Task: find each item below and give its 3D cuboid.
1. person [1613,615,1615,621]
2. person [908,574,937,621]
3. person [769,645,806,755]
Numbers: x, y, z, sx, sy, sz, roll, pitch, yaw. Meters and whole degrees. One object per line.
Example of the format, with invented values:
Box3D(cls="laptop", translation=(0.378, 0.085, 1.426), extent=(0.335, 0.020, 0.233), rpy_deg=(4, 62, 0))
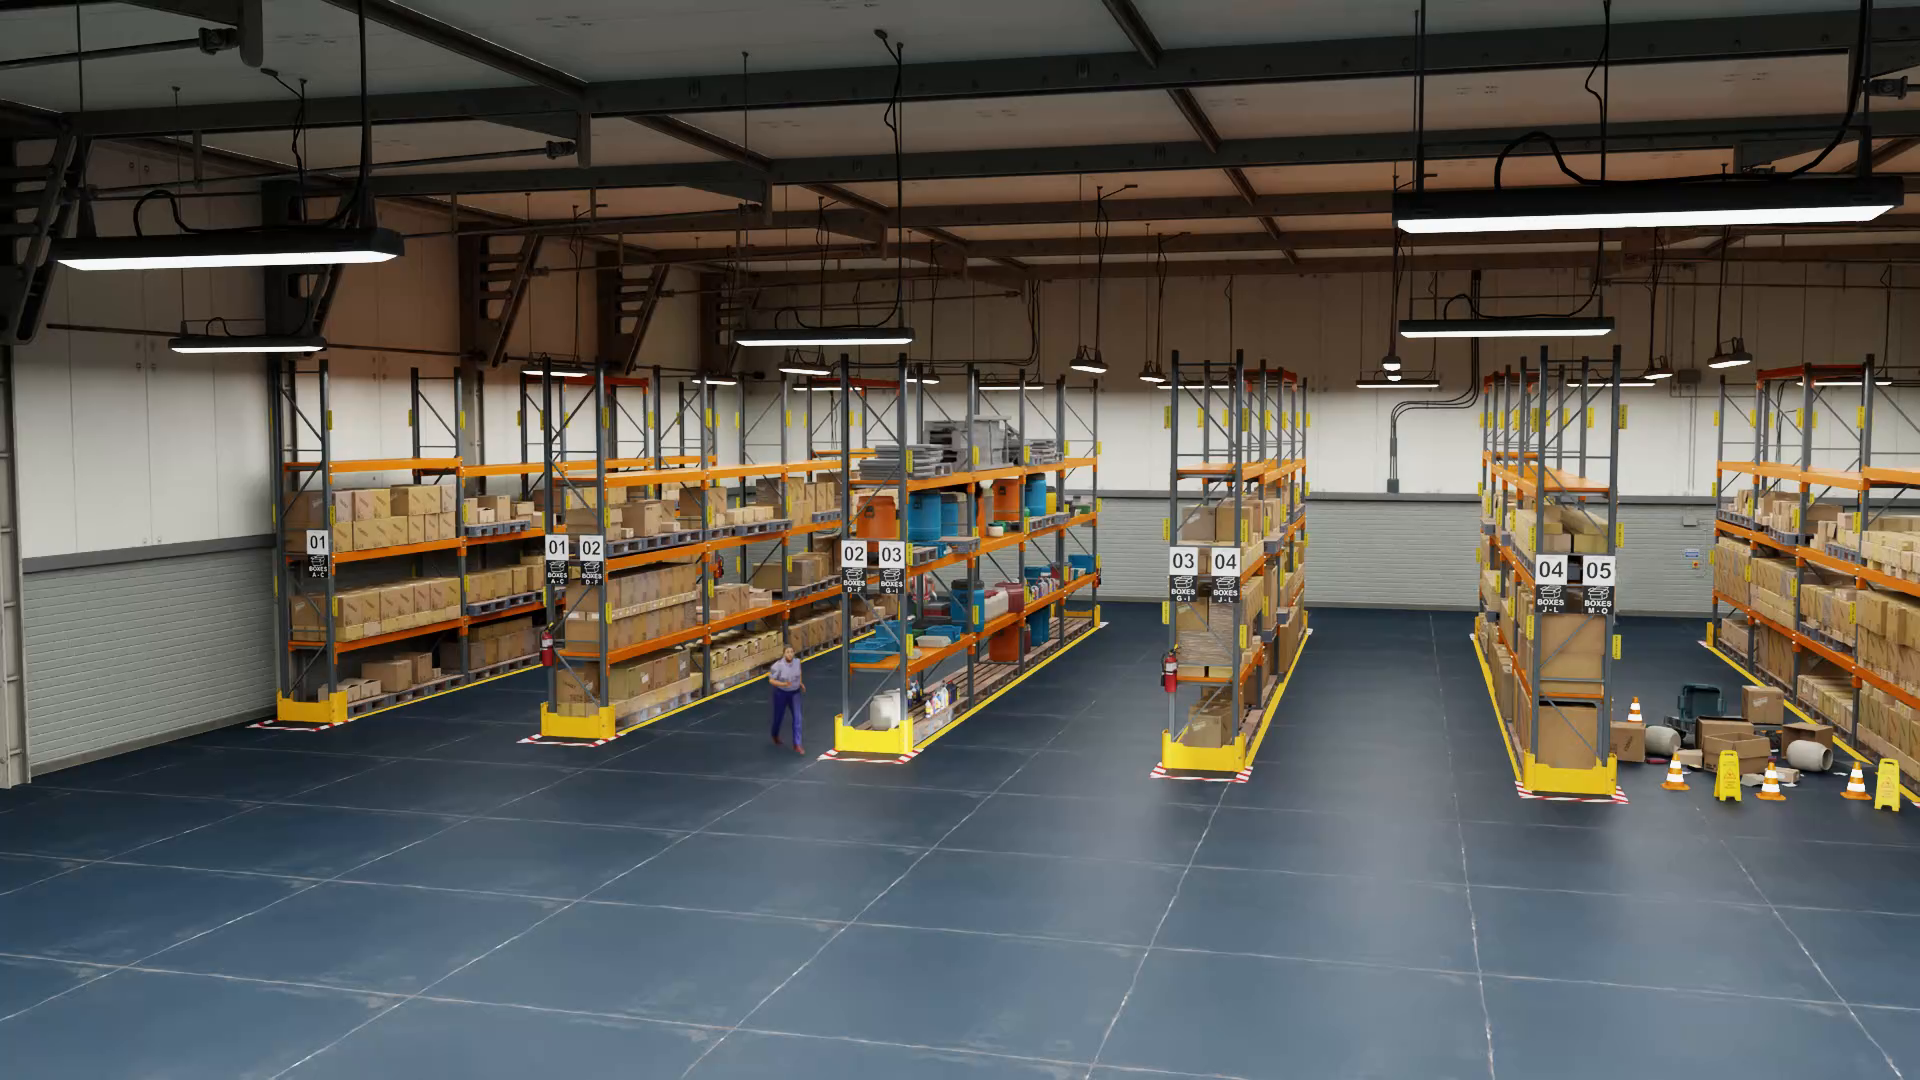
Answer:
Box3D(cls="person", translation=(15.599, 1.268, 40.490), extent=(0.793, 1.715, 0.544), rpy_deg=(-1, 4, -12))
Box3D(cls="person", translation=(-0.882, 1.410, 37.886), extent=(0.703, 1.753, 0.988), rpy_deg=(0, 4, 3))
Box3D(cls="person", translation=(-2.633, 2.374, 25.174), extent=(0.617, 1.632, 0.971), rpy_deg=(-2, 5, -25))
